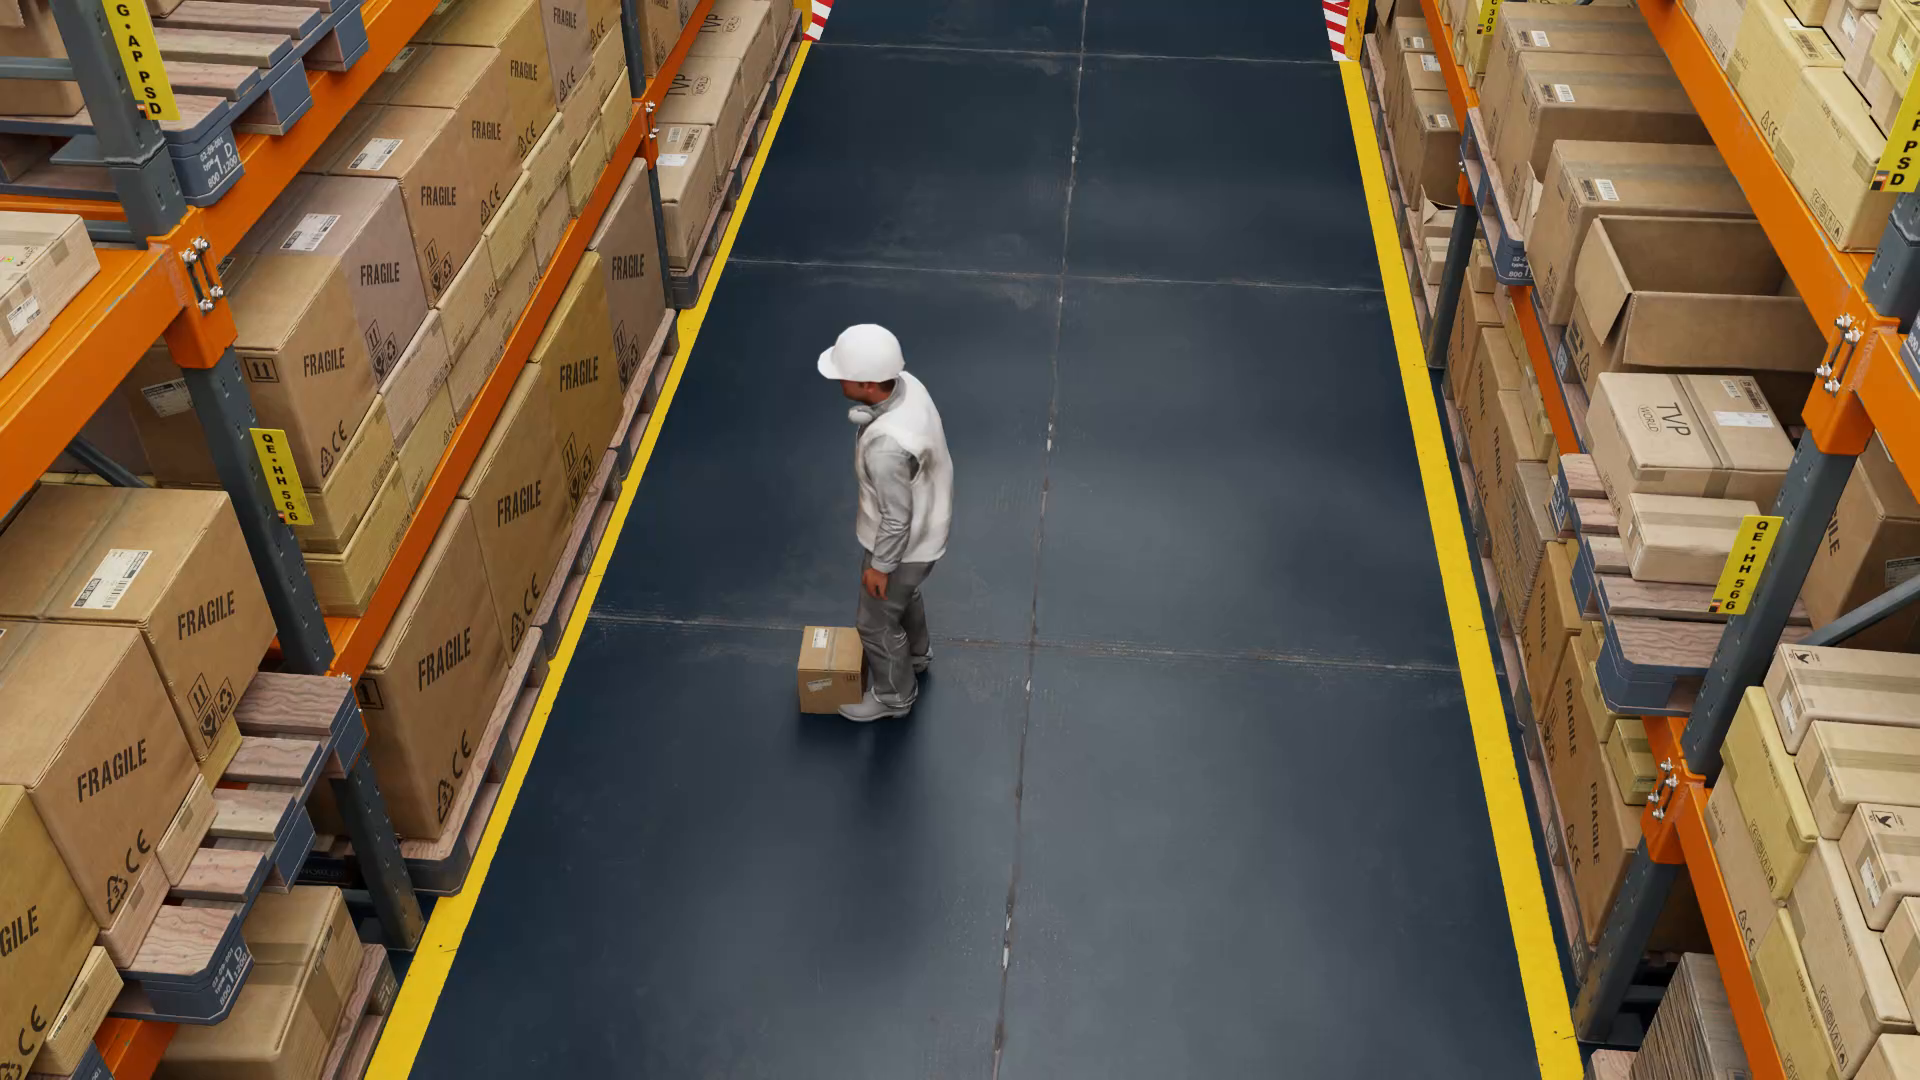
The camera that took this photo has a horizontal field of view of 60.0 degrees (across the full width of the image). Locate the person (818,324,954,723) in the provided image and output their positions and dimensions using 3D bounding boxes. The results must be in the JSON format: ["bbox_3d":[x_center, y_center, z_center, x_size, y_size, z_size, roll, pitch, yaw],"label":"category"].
[{"bbox_3d":[-0.255,-0.048,6.193,0.465,1.771,0.588,2,40,3],"label":"person"}]
